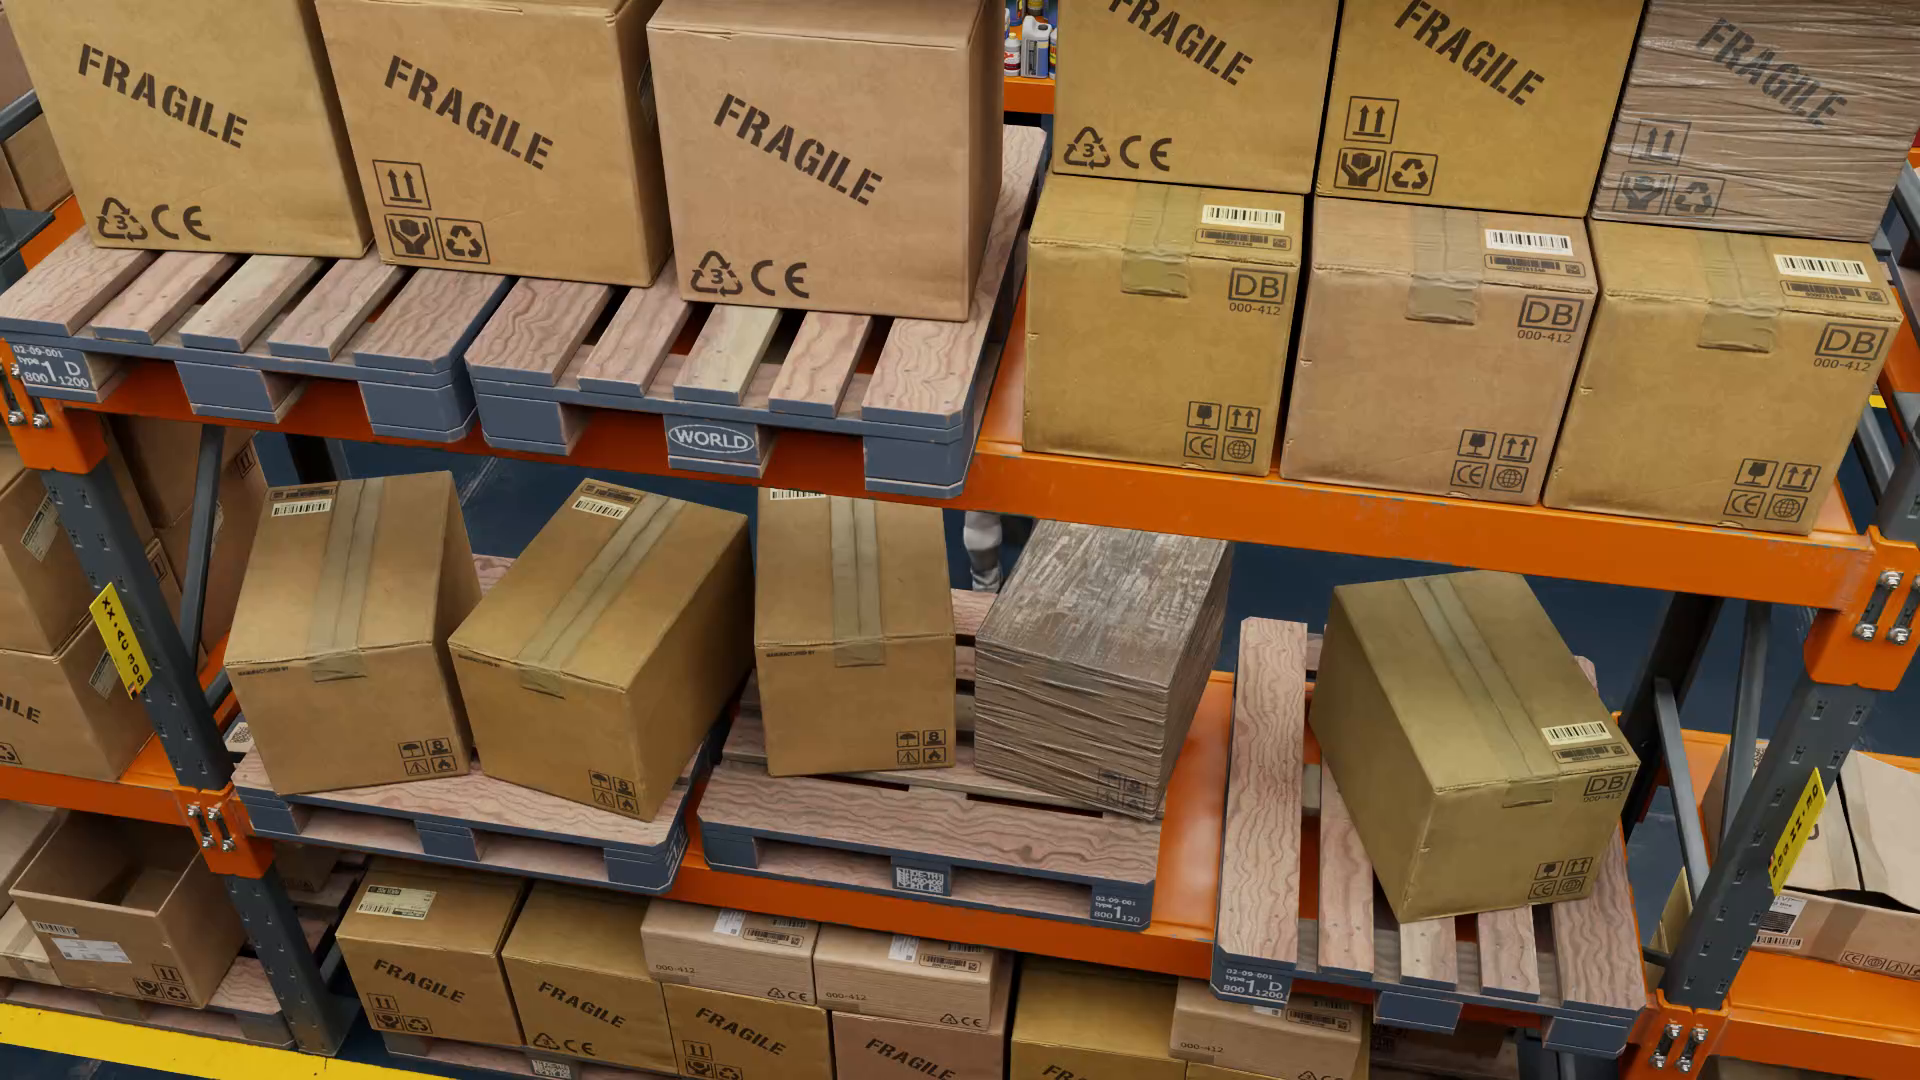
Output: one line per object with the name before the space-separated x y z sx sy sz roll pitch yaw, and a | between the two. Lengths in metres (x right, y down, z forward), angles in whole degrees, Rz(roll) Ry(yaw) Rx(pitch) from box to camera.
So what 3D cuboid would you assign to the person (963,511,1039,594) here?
person | 0.208 -0.397 6.771 0.575 1.580 0.647 7 41 8
